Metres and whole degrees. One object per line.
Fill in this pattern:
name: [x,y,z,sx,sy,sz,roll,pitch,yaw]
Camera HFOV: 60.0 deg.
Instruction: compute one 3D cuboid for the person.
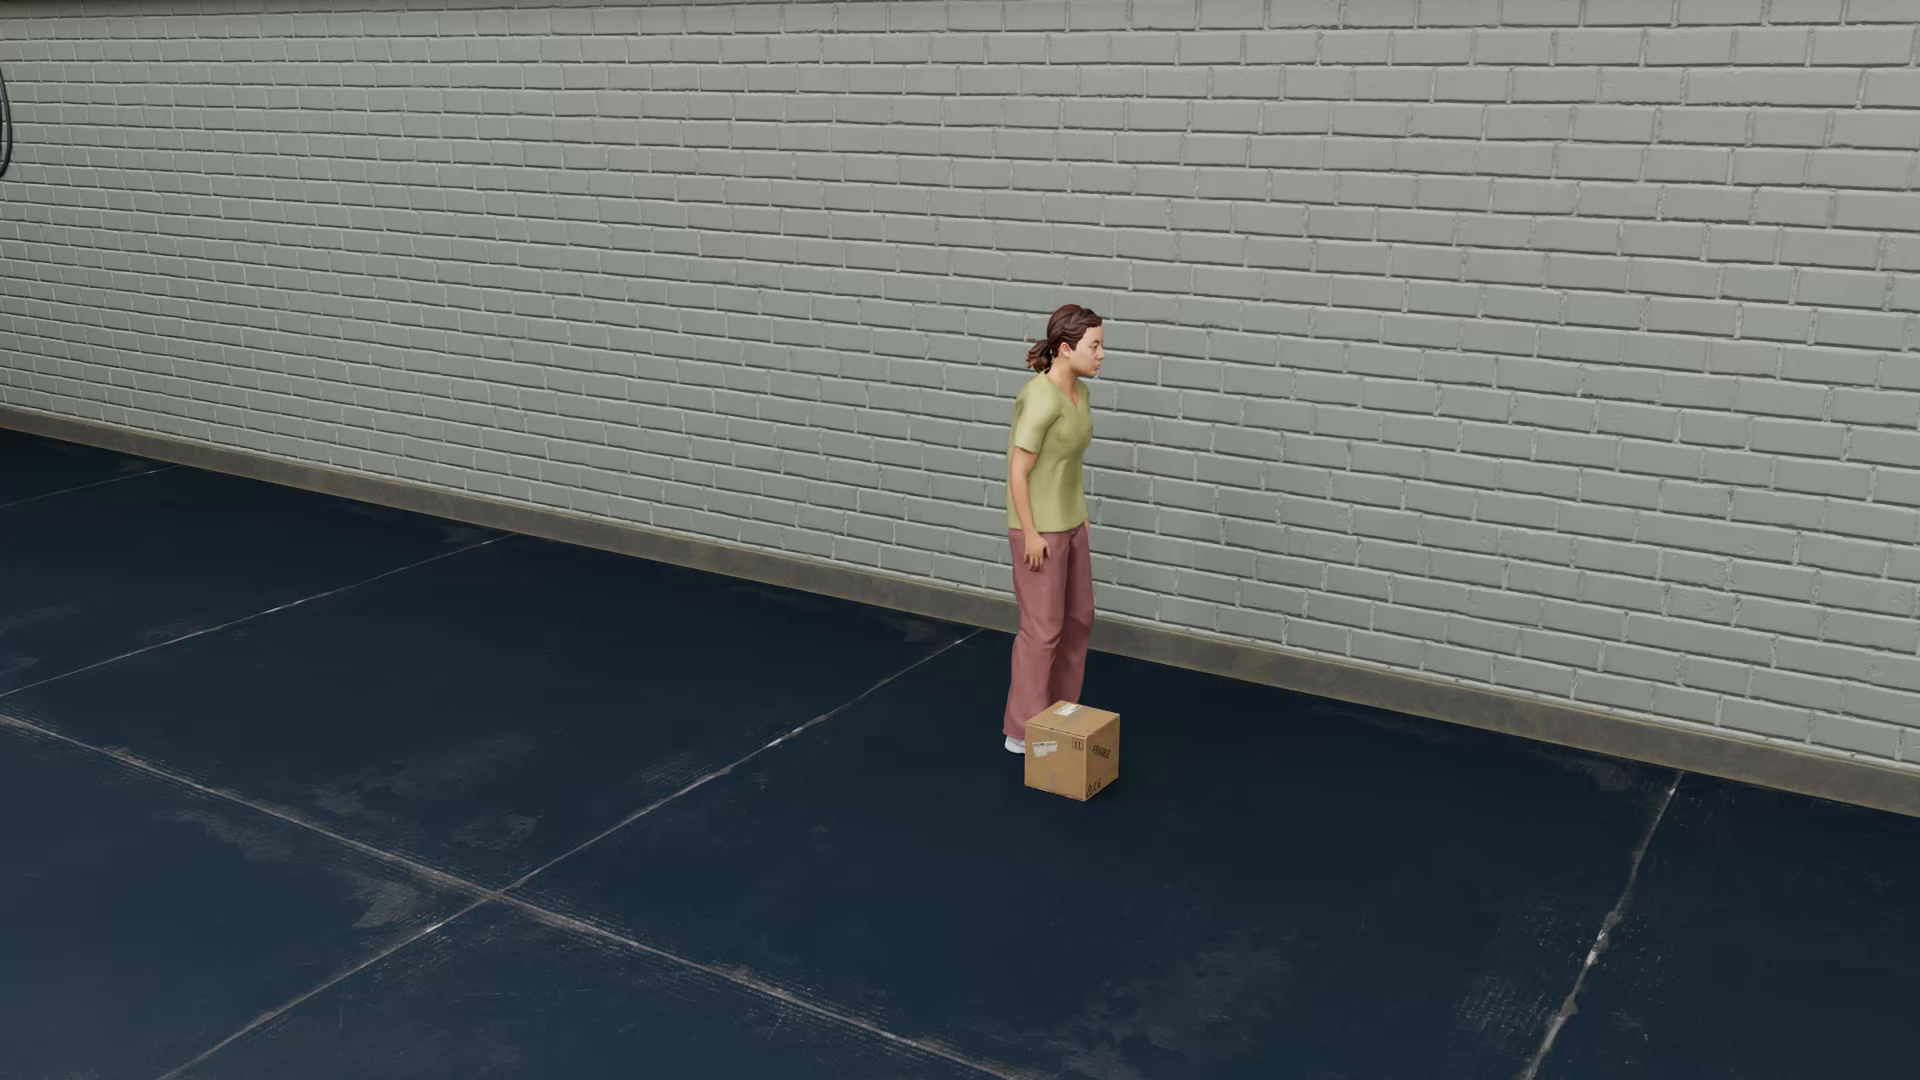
person: [0.357,-0.037,6.163,0.356,1.672,0.522,9,18,27]
